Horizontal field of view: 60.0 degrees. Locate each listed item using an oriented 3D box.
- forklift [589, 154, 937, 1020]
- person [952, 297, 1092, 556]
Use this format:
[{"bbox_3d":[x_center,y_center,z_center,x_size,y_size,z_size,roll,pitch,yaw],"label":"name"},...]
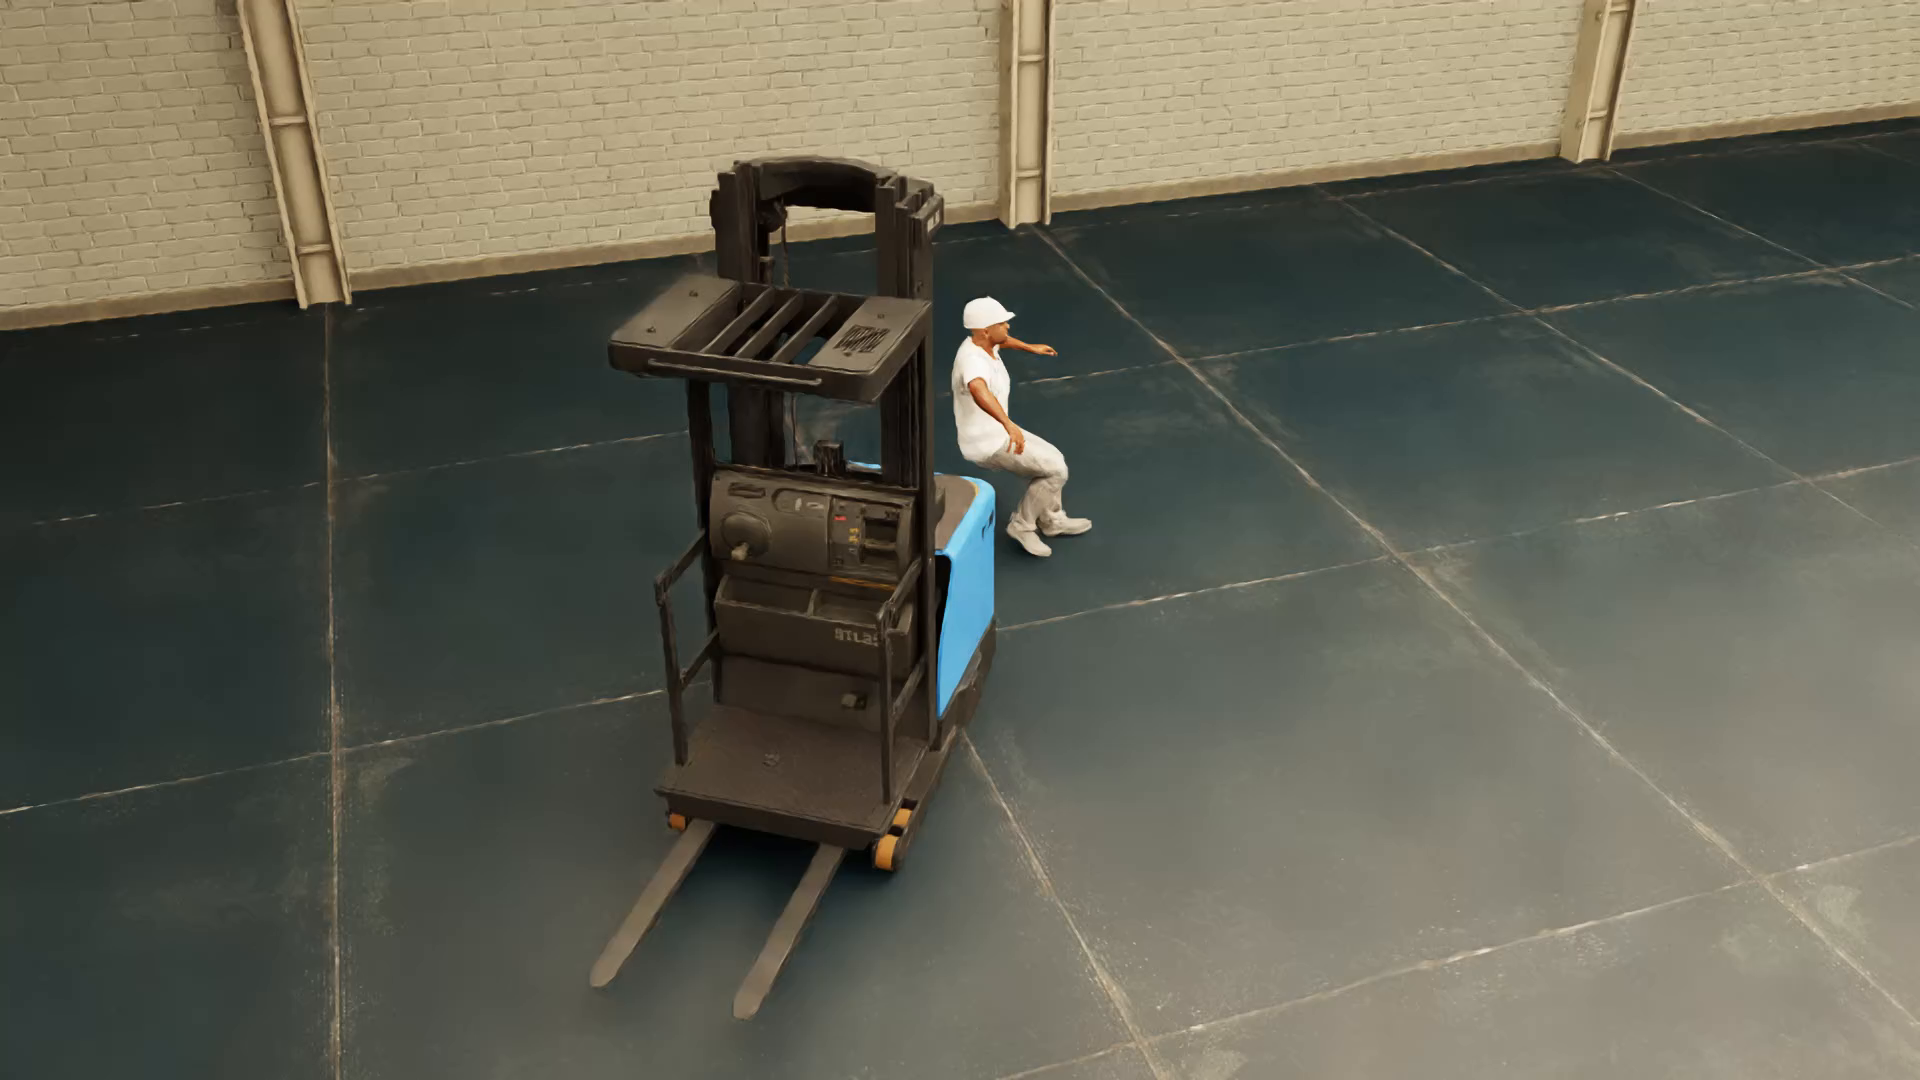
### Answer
[{"bbox_3d":[-0.718,-0.009,7.103,1.121,2.935,3.031,8,31,14],"label":"forklift"},{"bbox_3d":[0.380,-0.655,9.623,0.860,1.550,1.241,-2,30,-3],"label":"person"}]
